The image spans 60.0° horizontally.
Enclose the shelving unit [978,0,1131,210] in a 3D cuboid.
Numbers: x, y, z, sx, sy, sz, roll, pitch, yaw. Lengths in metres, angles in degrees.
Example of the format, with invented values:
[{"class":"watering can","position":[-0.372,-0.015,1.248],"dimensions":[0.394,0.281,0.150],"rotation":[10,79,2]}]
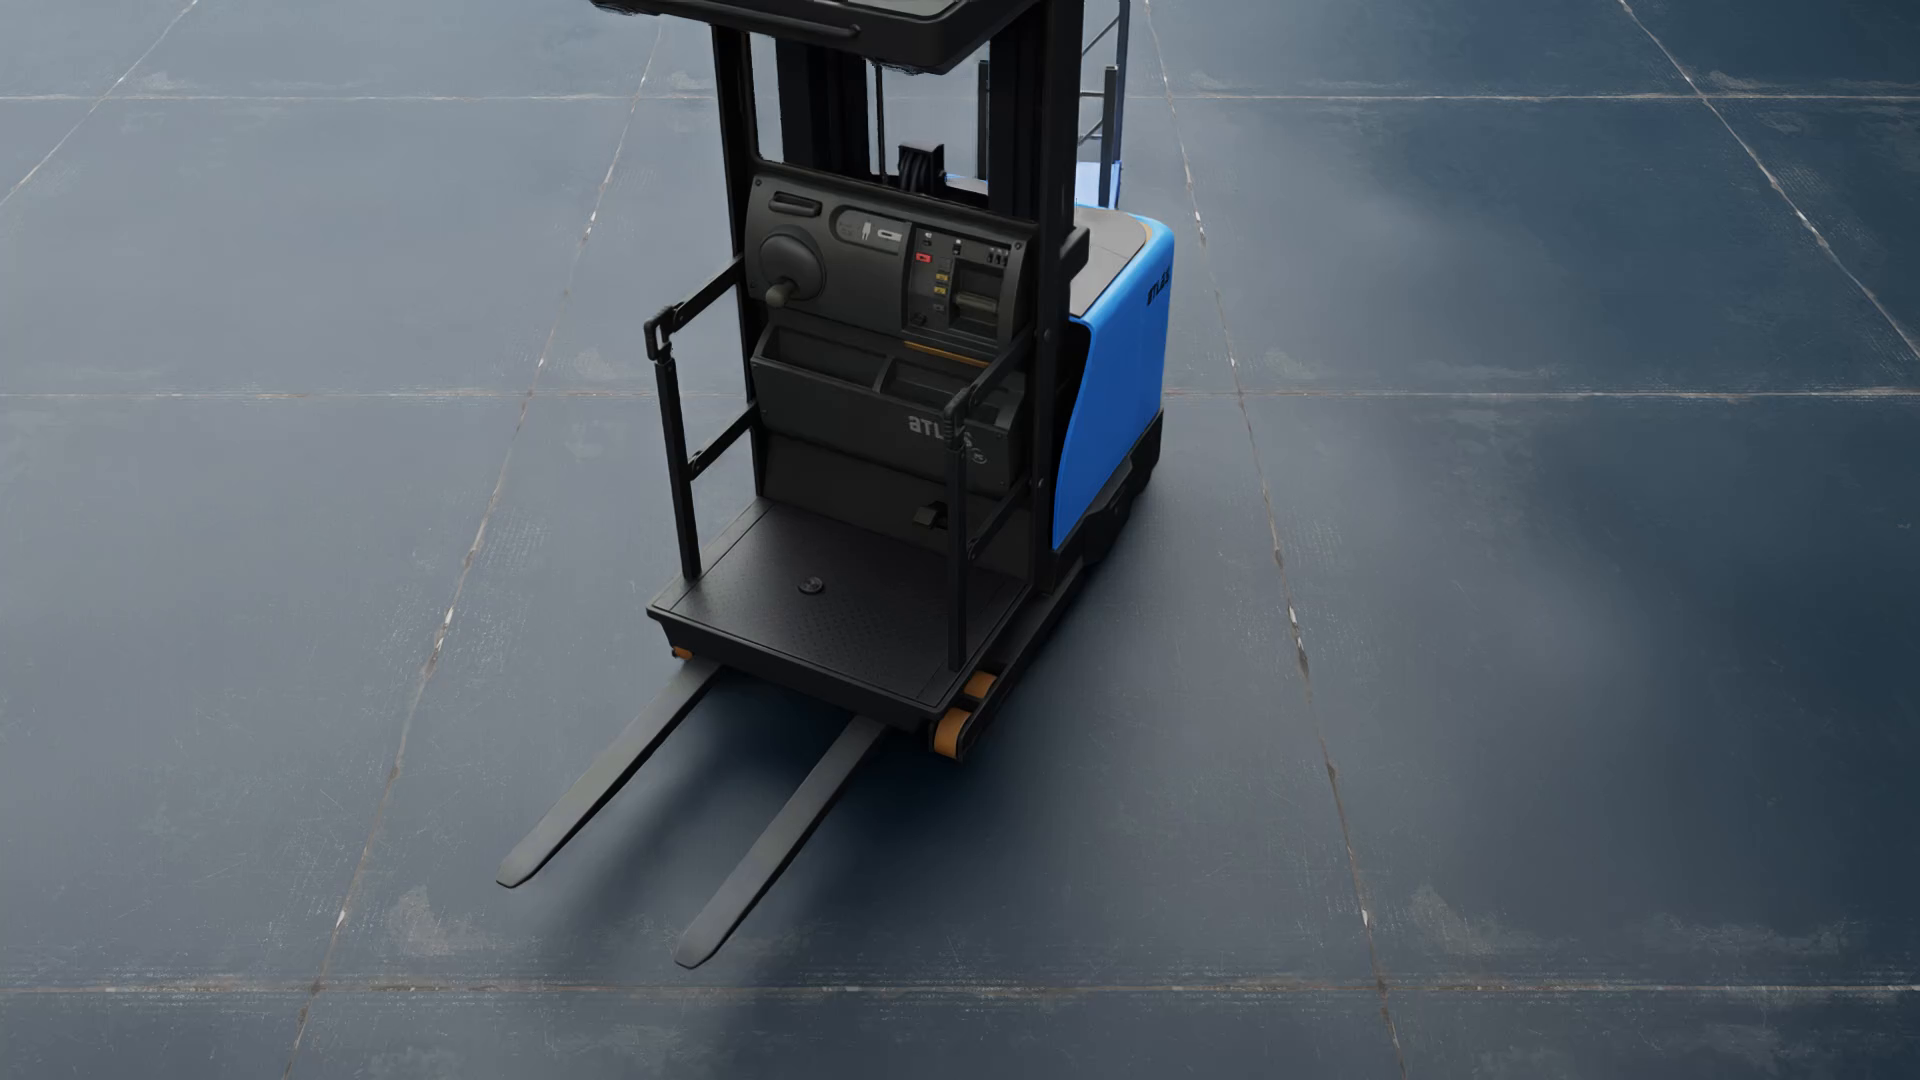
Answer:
[{"class":"shelving unit","position":[0.385,-1.445,6.853],"dimensions":[0.538,1.500,1.048],"rotation":[5,39,6]}]

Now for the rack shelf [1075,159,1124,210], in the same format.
[{"class":"rack shelf","position":[0.385,-1.304,6.966],"dimensions":[0.538,0.185,1.000],"rotation":[5,39,6]}]

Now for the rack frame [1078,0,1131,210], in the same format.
[{"class":"rack frame","position":[0.453,-1.760,7.246],"dimensions":[0.500,1.500,0.032],"rotation":[5,39,6]}]

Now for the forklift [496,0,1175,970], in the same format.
[{"class":"forklift","position":[-0.331,-0.757,4.851],"dimensions":[1.130,2.935,3.031],"rotation":[18,42,21]}]

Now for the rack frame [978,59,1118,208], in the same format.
[{"class":"rack frame","position":[0.317,-1.130,6.460],"dimensions":[0.500,1.500,0.032],"rotation":[5,39,6]}]
